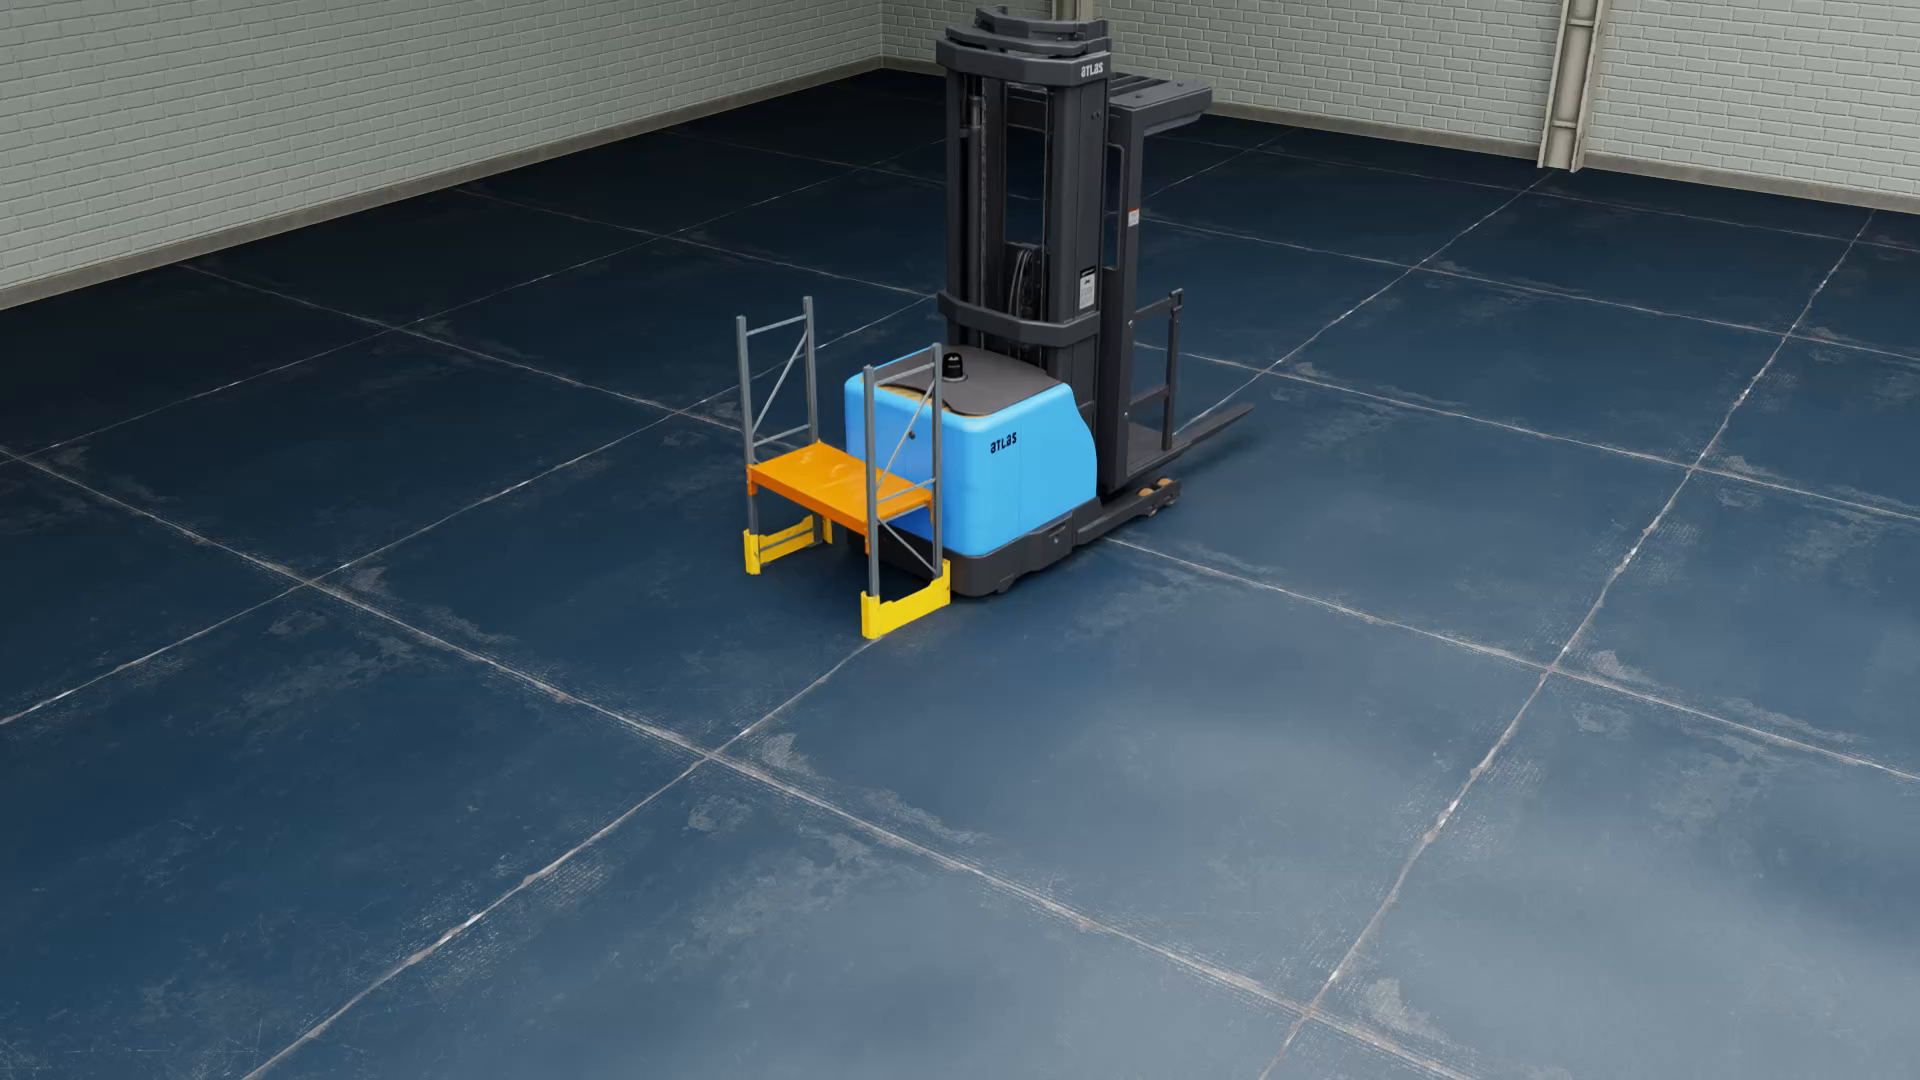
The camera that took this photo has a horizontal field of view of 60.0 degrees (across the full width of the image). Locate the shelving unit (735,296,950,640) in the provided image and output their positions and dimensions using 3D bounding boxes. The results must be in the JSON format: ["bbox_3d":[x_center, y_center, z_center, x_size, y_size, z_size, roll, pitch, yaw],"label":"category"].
[{"bbox_3d":[-0.632,-0.410,8.901,0.587,1.500,1.083,-24,35,-38],"label":"shelving unit"}]

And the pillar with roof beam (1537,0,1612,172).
[{"bbox_3d":[3.858,-6.319,12.246,0.400,9.000,9.100,17,32,30],"label":"pillar with roof beam"}]

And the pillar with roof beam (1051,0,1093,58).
[{"bbox_3d":[-1.087,-7.860,15.274,0.400,9.000,9.100,17,32,30],"label":"pillar with roof beam"}]

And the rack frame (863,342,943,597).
[{"bbox_3d":[-0.284,-0.247,8.582,0.500,1.500,0.032,-24,35,-38],"label":"rack frame"}]

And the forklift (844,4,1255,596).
[{"bbox_3d":[0.701,-1.587,9.637,1.130,2.935,3.031,22,34,36],"label":"forklift"}]

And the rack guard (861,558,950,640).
[{"bbox_3d":[-0.285,0.309,8.866,0.587,0.250,0.087,-24,35,-38],"label":"rack guard"}]

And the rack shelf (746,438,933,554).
[{"bbox_3d":[-0.638,-0.252,8.989,0.538,0.185,1.000,-24,35,-38],"label":"rack shelf"}]

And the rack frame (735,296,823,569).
[{"bbox_3d":[-0.992,-0.578,9.232,0.500,1.500,0.032,-24,35,-38],"label":"rack frame"}]

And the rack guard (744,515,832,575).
[{"bbox_3d":[-0.979,-0.015,9.503,0.587,0.250,0.087,-24,35,-38],"label":"rack guard"}]
